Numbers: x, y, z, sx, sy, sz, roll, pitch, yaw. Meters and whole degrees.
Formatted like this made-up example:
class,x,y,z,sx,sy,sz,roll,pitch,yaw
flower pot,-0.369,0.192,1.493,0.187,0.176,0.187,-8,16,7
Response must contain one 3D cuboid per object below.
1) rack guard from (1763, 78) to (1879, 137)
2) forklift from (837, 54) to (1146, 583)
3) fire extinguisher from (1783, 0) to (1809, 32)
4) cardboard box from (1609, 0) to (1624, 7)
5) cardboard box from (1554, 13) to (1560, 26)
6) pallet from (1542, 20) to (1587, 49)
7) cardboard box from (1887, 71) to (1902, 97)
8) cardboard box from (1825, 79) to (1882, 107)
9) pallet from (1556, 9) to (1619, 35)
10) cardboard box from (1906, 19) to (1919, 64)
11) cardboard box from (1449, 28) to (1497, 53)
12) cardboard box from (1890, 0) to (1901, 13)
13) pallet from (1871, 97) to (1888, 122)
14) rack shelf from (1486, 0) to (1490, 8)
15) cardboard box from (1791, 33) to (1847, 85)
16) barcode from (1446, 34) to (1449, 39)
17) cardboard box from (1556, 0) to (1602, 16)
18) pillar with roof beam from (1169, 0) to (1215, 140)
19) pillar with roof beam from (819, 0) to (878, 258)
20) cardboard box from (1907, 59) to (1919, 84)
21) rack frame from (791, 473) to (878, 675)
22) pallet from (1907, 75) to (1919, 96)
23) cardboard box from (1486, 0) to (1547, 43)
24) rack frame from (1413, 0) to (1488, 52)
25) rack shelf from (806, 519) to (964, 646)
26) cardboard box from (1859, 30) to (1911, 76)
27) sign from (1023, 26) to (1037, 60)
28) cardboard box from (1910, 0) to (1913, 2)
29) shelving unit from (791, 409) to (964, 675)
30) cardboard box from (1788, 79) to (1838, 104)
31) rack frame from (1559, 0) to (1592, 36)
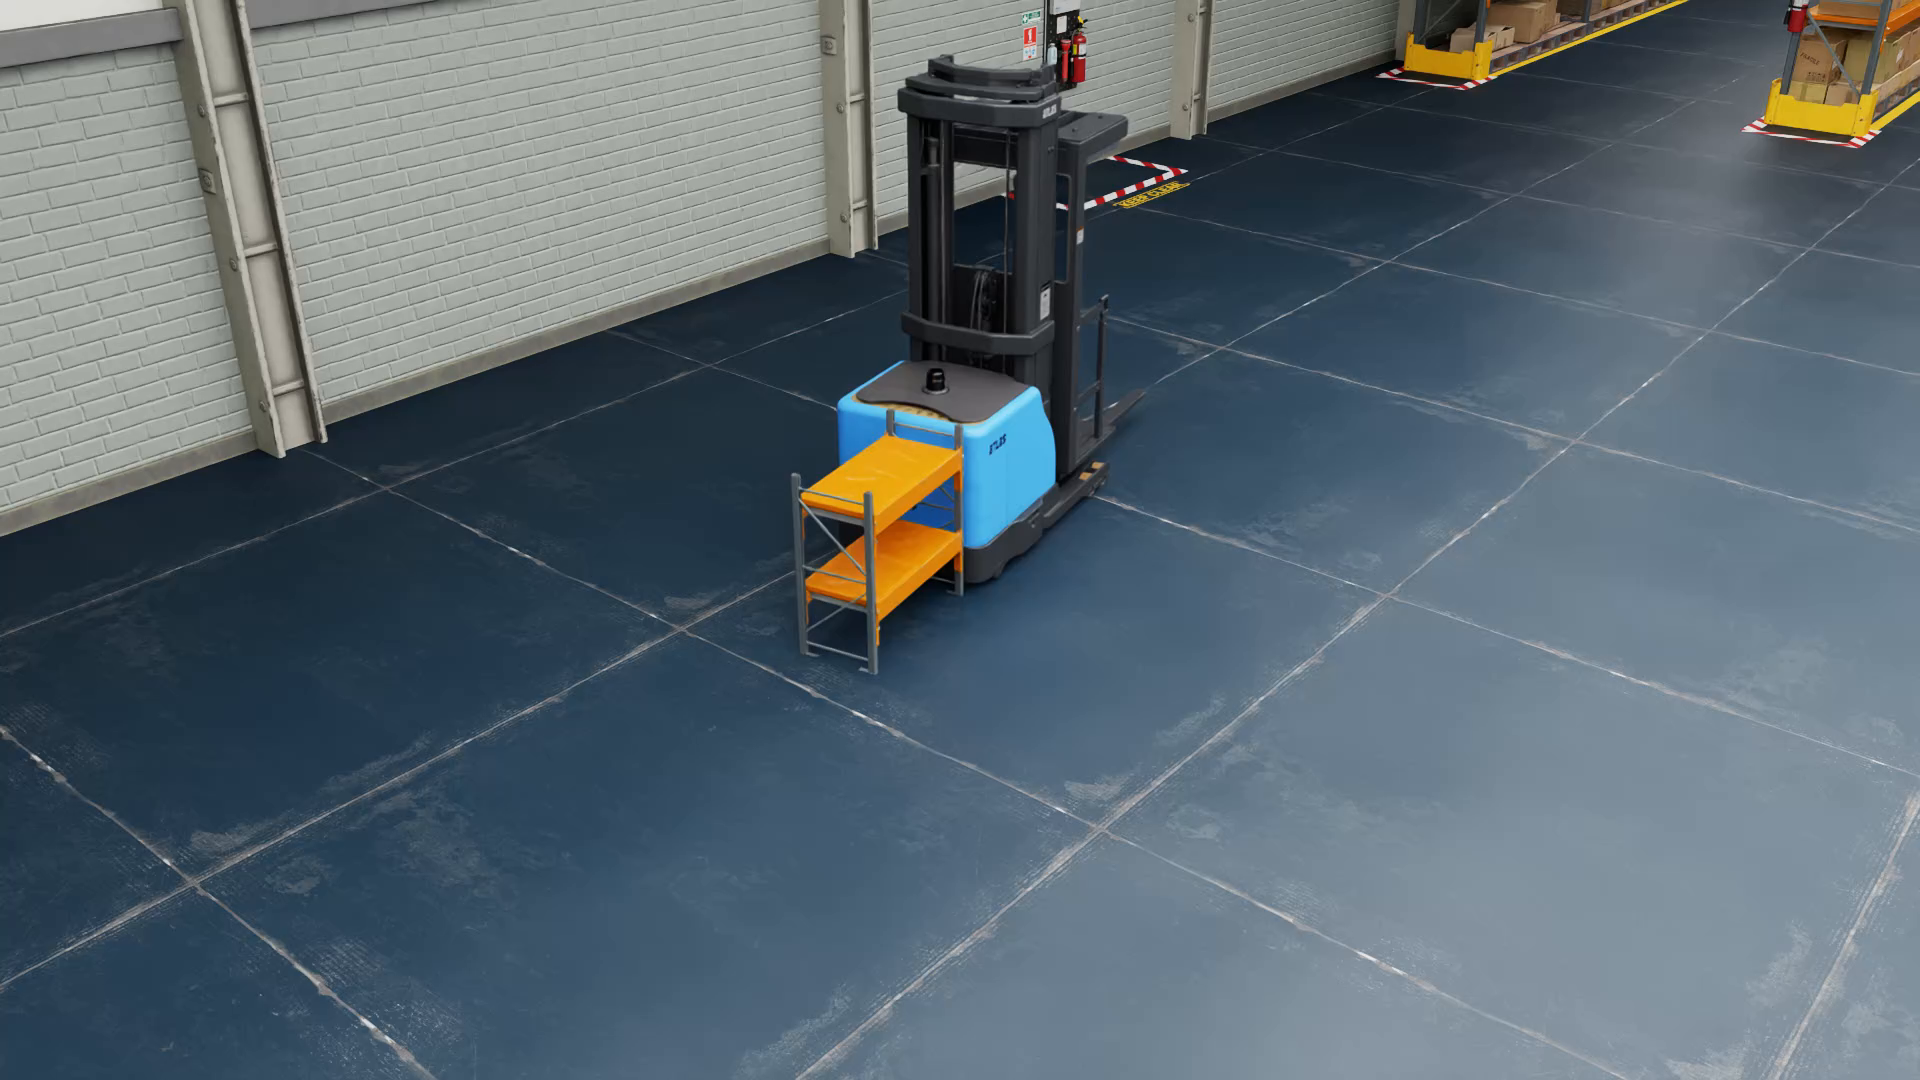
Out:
class,x,y,z,sx,sy,sz,roll,pitch,yaw
rack guard,10.624,-5.347,20.541,1.175,0.500,0.348,21,34,34
forklift,0.379,-1.684,10.816,1.130,2.935,3.031,14,30,25
fire extinguisher,10.205,-6.525,20.182,0.296,0.674,0.183,21,34,34
cardboard box,10.459,-9.048,27.217,0.700,0.500,0.500,21,34,35
cardboard box,9.041,-8.068,25.687,0.380,0.166,0.250,16,31,28
pallet,8.959,-7.843,25.681,1.003,0.211,1.213,21,34,34
cardboard box,11.785,-5.911,21.447,0.500,0.250,0.500,21,34,34
cardboard box,11.152,-5.556,20.760,0.500,0.250,0.500,21,34,34
pallet,9.853,-8.368,26.696,1.003,0.211,1.213,21,34,34
cardboard box,12.415,-6.601,21.965,0.500,0.500,0.500,21,34,34
cardboard box,7.324,-7.132,23.719,0.500,0.311,0.500,17,32,29
cardboard box,11.276,-6.859,20.635,0.700,0.500,0.500,22,34,36
pallet,11.093,-5.510,21.172,1.003,0.211,1.213,21,34,34
rack shelf,8.086,-8.301,24.315,1.077,0.370,4.000,21,34,34
cardboard box,10.750,-6.041,20.882,0.500,0.500,0.500,21,34,34
barcode,7.027,-7.259,23.955,0.001,0.075,0.075,21,34,34
cardboard box,9.814,-8.681,26.508,0.700,0.500,0.500,22,35,36
pillar with roof beam,6.097,-7.692,15.825,9.100,9.000,0.400,21,34,34
pillar with roof beam,2.281,-5.565,11.713,9.100,9.000,0.400,21,34,34
cardboard box,12.425,-6.265,22.130,0.500,0.250,0.500,21,34,34
rack frame,-0.687,0.197,9.144,0.500,1.125,0.032,14,30,25
pallet,12.645,-6.375,22.844,1.003,0.211,1.213,21,34,34
cardboard box,8.192,-7.664,24.541,0.700,0.500,0.500,18,33,31
rack frame,6.814,-7.912,22.779,1.000,3.000,0.127,21,34,34
rack shelf,-0.447,0.209,9.655,0.538,0.278,1.000,14,30,25
cardboard box,11.776,-6.248,21.282,0.500,0.500,0.500,21,34,34
sign,0.743,-5.270,17.634,0.001,0.329,0.234,21,34,34
cardboard box,11.928,-7.221,21.335,0.700,0.500,0.500,22,35,36
shelving unit,-0.447,-0.009,9.542,0.538,1.125,1.048,14,30,25
cardboard box,10.752,-5.707,21.053,0.500,0.250,0.500,21,34,34
rack frame,9.358,-9.330,25.521,1.000,3.000,0.127,21,34,34
